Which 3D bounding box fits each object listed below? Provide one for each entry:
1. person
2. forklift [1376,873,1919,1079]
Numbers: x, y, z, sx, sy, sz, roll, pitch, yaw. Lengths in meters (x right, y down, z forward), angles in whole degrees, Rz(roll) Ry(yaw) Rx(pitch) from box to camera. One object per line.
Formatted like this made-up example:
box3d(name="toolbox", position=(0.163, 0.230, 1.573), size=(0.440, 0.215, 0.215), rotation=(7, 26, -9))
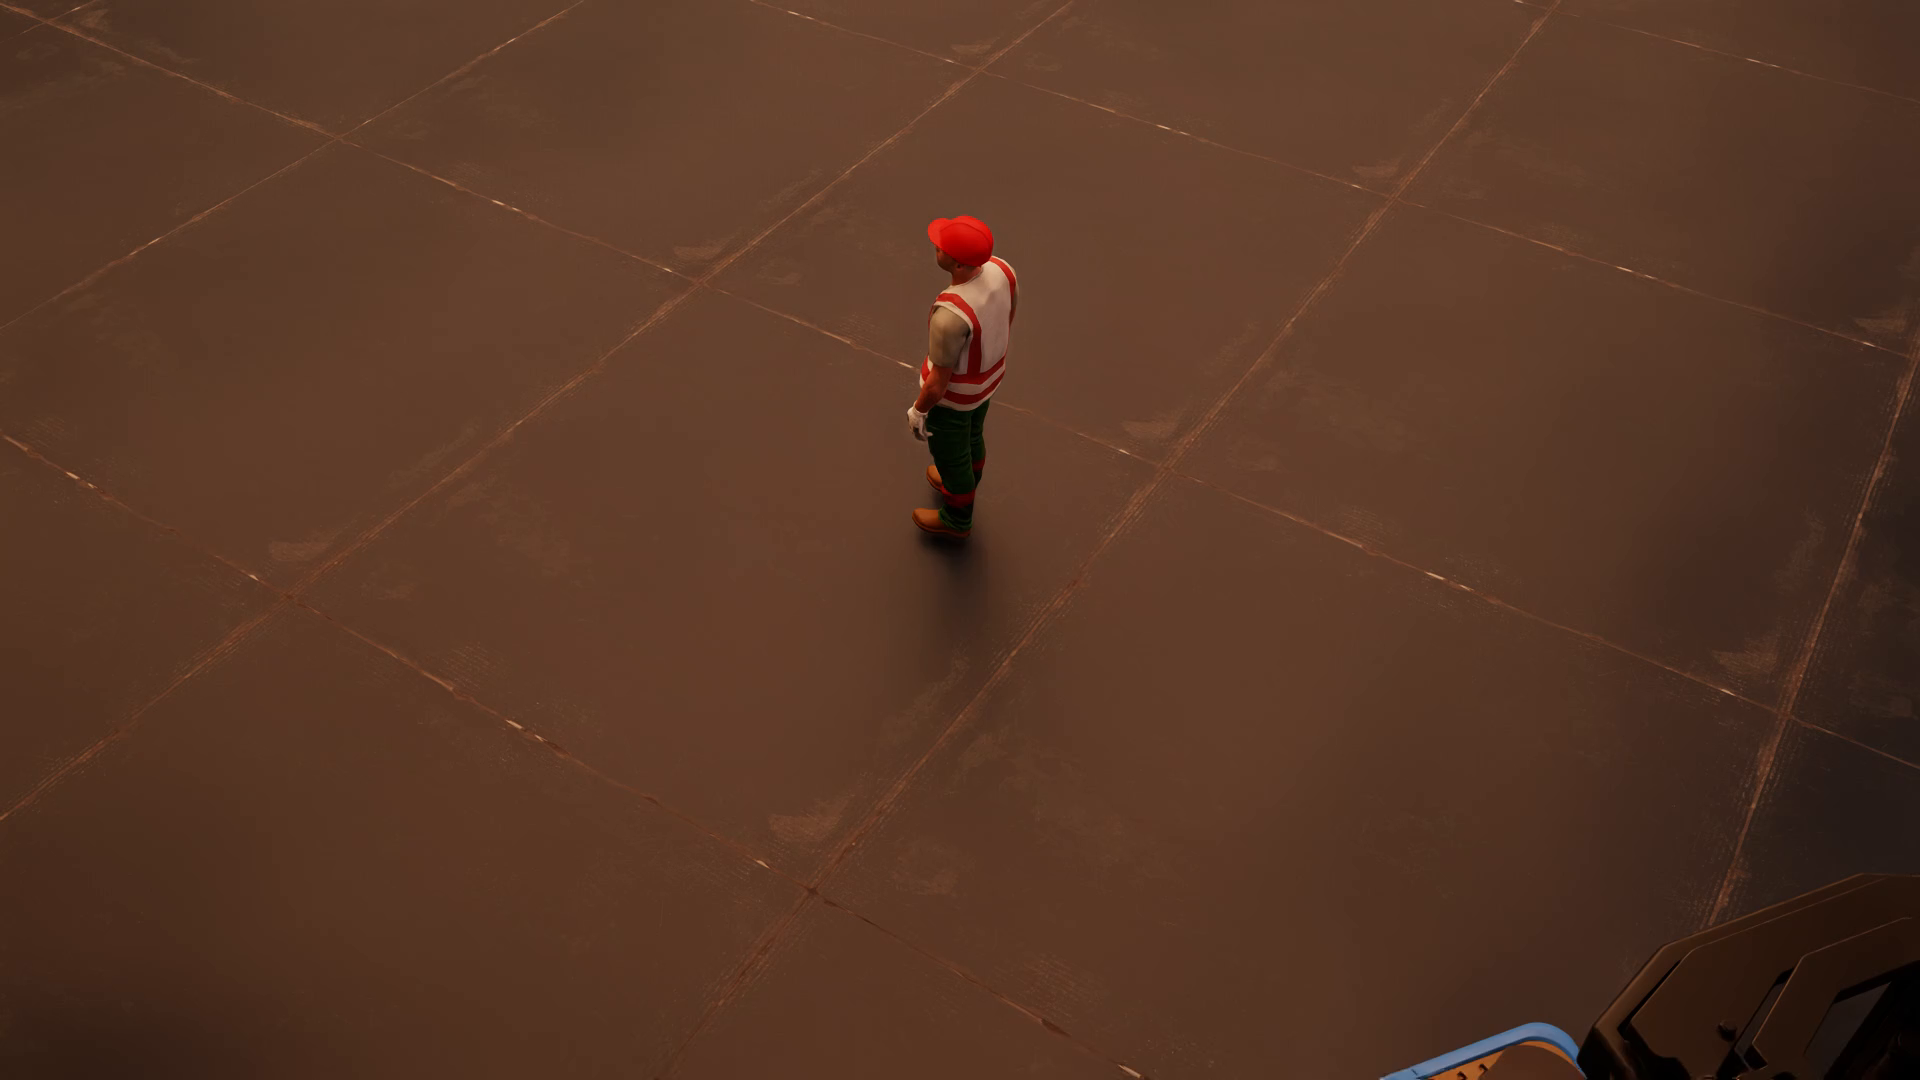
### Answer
box3d(name="person", position=(-0.061, -0.721, 7.369), size=(0.561, 1.789, 0.637), rotation=(24, 48, 23))
box3d(name="forklift", position=(1.829, 2.196, 3.533), size=(1.130, 2.935, 3.031), rotation=(-14, 45, -15))
